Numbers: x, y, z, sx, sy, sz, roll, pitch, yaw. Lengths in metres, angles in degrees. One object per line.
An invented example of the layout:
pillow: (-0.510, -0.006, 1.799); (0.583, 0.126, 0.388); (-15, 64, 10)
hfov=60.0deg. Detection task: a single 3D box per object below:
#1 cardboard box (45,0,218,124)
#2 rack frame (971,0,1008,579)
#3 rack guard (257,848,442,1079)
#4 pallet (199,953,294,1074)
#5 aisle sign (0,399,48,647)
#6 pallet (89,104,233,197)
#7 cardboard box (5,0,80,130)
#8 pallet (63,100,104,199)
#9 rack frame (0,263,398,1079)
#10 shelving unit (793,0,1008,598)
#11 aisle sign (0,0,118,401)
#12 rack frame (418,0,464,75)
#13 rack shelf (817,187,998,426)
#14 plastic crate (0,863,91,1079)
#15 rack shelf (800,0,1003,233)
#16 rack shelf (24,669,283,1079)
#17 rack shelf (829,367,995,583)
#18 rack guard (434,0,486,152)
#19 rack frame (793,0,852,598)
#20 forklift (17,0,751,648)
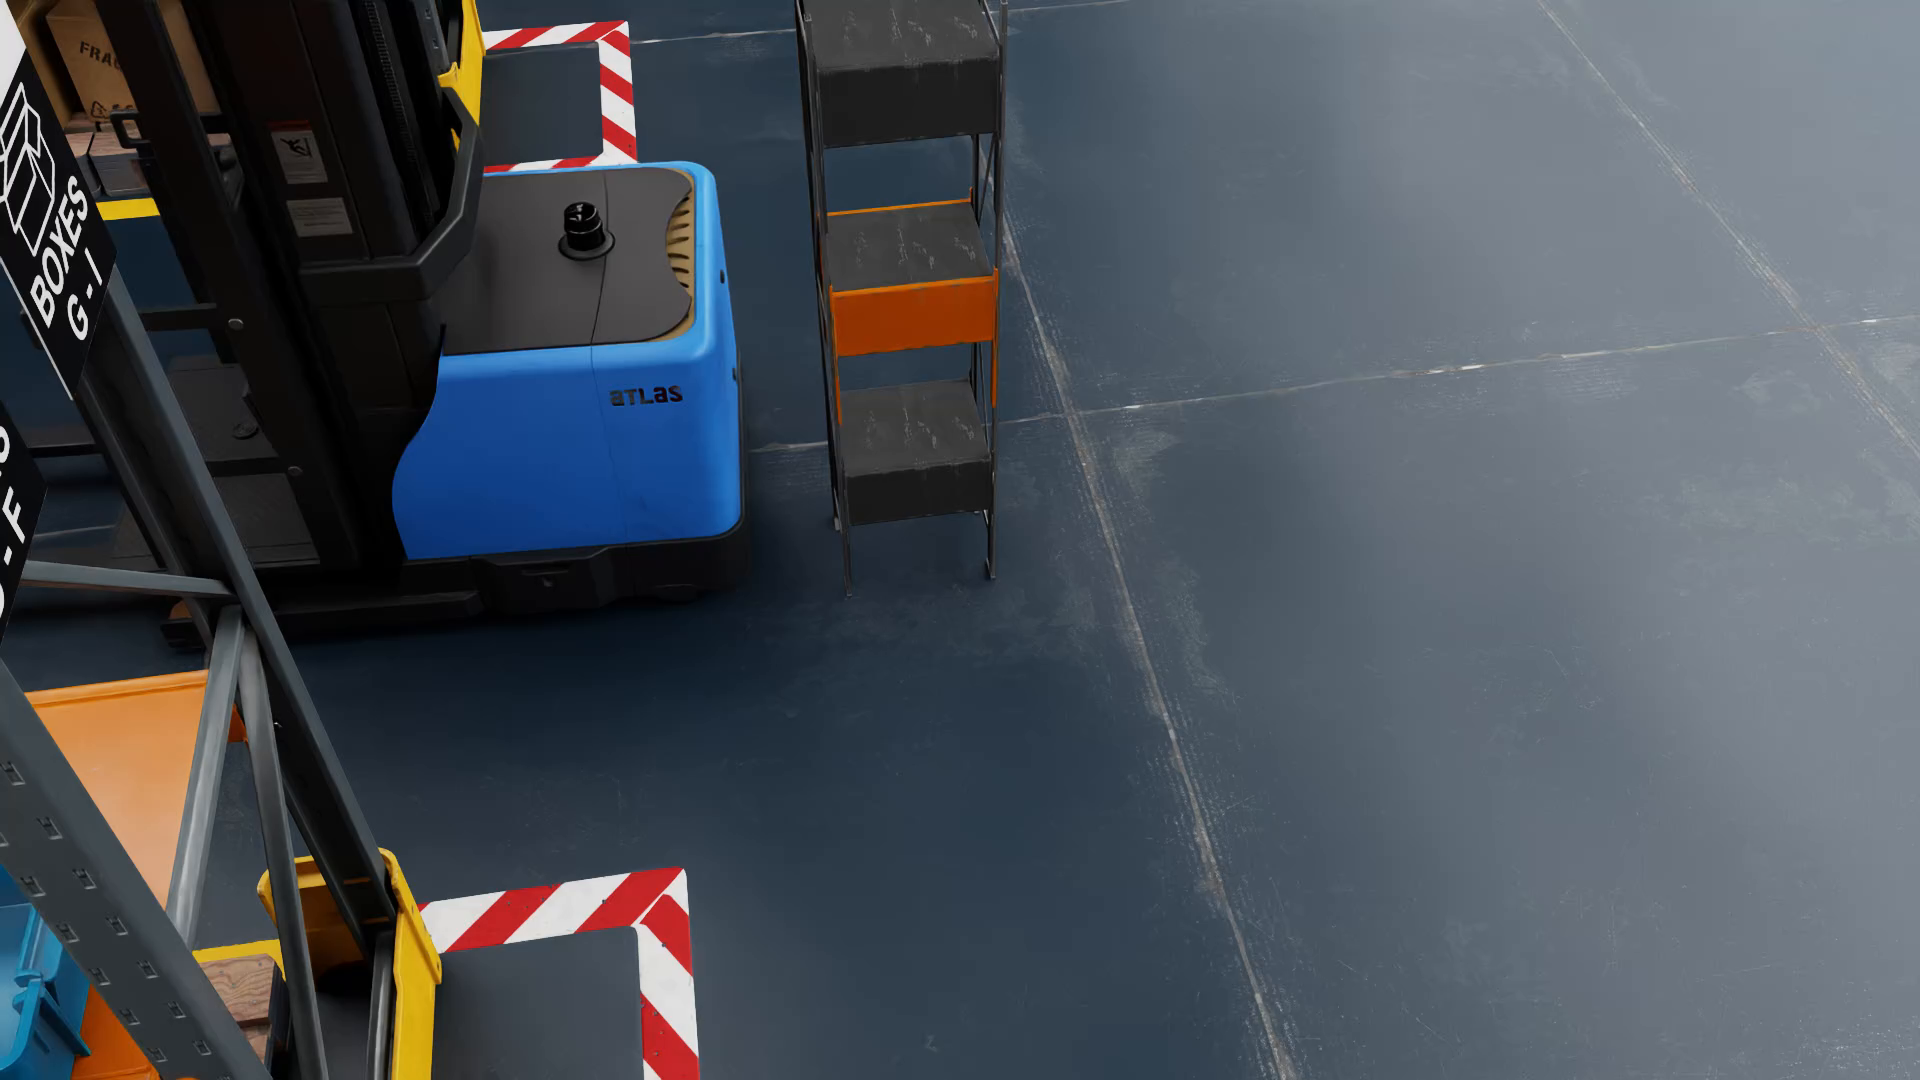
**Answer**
cardboard box: (-3.499, -2.144, 7.177); (0.500, 0.500, 0.500); (4, 46, 4)
rack frame: (0.077, -0.738, 5.003); (0.015, 2.100, 0.400); (-7, 46, -7)
rack guard: (-1.520, 1.396, 4.058); (0.348, 0.500, 1.175); (-7, 46, -7)
pallet: (-2.322, 1.592, 4.069); (1.213, 0.211, 1.003); (-7, 46, -7)
aisle sign: (-1.332, -0.214, 2.068); (0.004, 0.787, 0.394); (-7, 46, -7)
pallet: (-3.179, -1.977, 7.508); (1.213, 0.211, 1.003); (-7, 46, -7)
cardboard box: (-4.119, -2.081, 7.116); (0.500, 0.500, 0.500); (-3, 46, -3)
pallet: (-4.379, -1.830, 7.366); (1.213, 0.211, 1.003); (-7, 46, -7)
rack frame: (-1.453, 0.486, 3.199); (0.127, 3.000, 1.000); (-7, 46, -7)
shelving unit: (-0.163, -0.708, 4.974); (0.503, 2.100, 0.431); (-7, 46, -7)
aisle sign: (-1.432, -0.633, 2.471); (0.004, 0.787, 0.394); (-7, 46, -7)
rack frame: (-2.298, -3.029, 6.585); (0.127, 3.000, 1.000); (-7, 46, -7)
rack shelf: (-0.163, -0.699, 4.984); (0.480, 0.518, 0.431); (-7, 46, -7)
plastic crate: (-1.895, 0.811, 2.989); (0.616, 0.251, 0.499); (-7, 46, -7)
rack shelf: (-0.163, -1.184, 4.480); (0.480, 0.518, 0.431); (-7, 46, -7)
rack shelf: (-3.424, 0.981, 3.221); (4.000, 0.370, 1.077); (-7, 46, -7)
rack shelf: (-0.163, -0.213, 5.488); (0.480, 0.518, 0.431); (-7, 46, -7)
rack guard: (-2.373, -2.152, 7.476); (0.348, 0.500, 1.175); (-7, 46, -7)
rack frame: (-0.404, -0.678, 4.945); (0.015, 2.100, 0.400); (-7, 46, -7)
forklift: (-2.252, -1.068, 4.744); (3.031, 2.935, 1.130); (-5, 46, -4)
